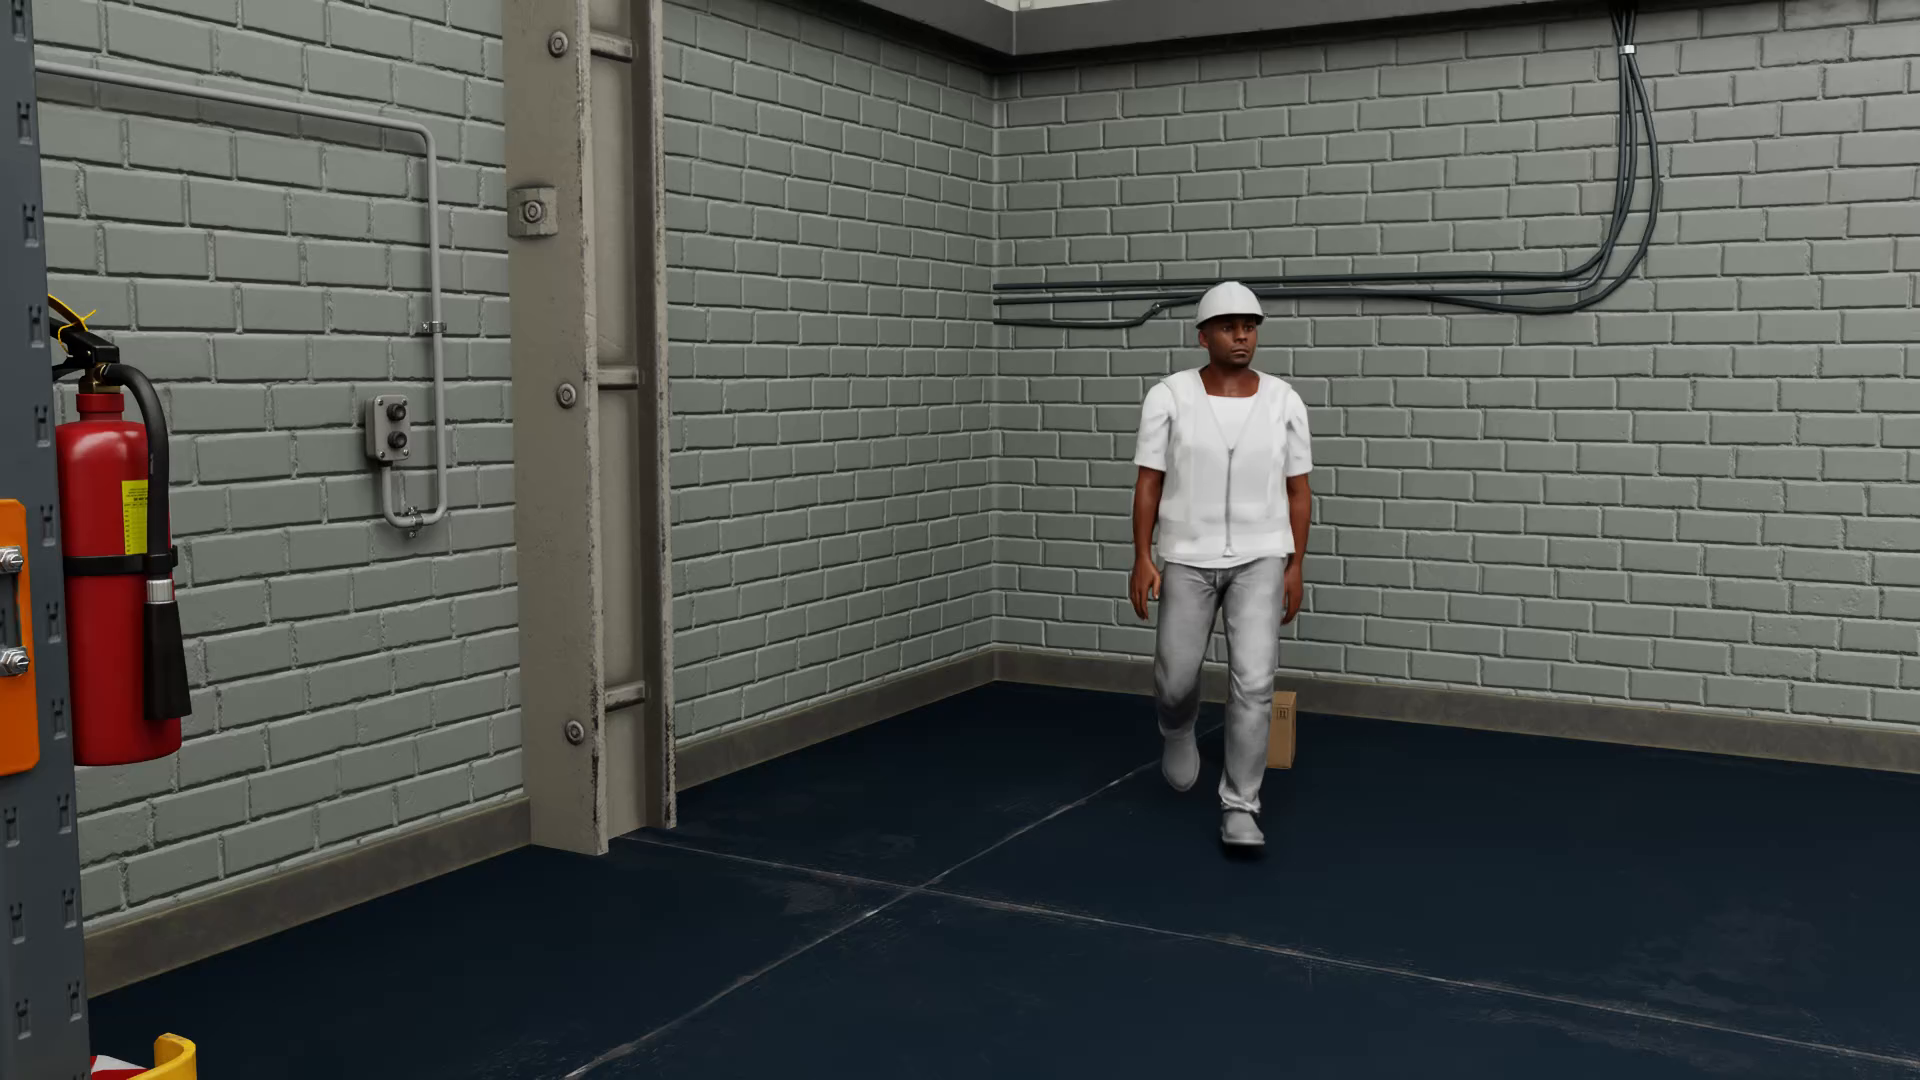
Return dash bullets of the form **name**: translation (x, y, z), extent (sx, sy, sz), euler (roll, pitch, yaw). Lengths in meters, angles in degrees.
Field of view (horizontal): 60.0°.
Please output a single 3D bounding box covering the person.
- **person**: translation (0.832, 0.060, 5.324), extent (0.578, 1.749, 0.770), euler (0, 6, 4)
